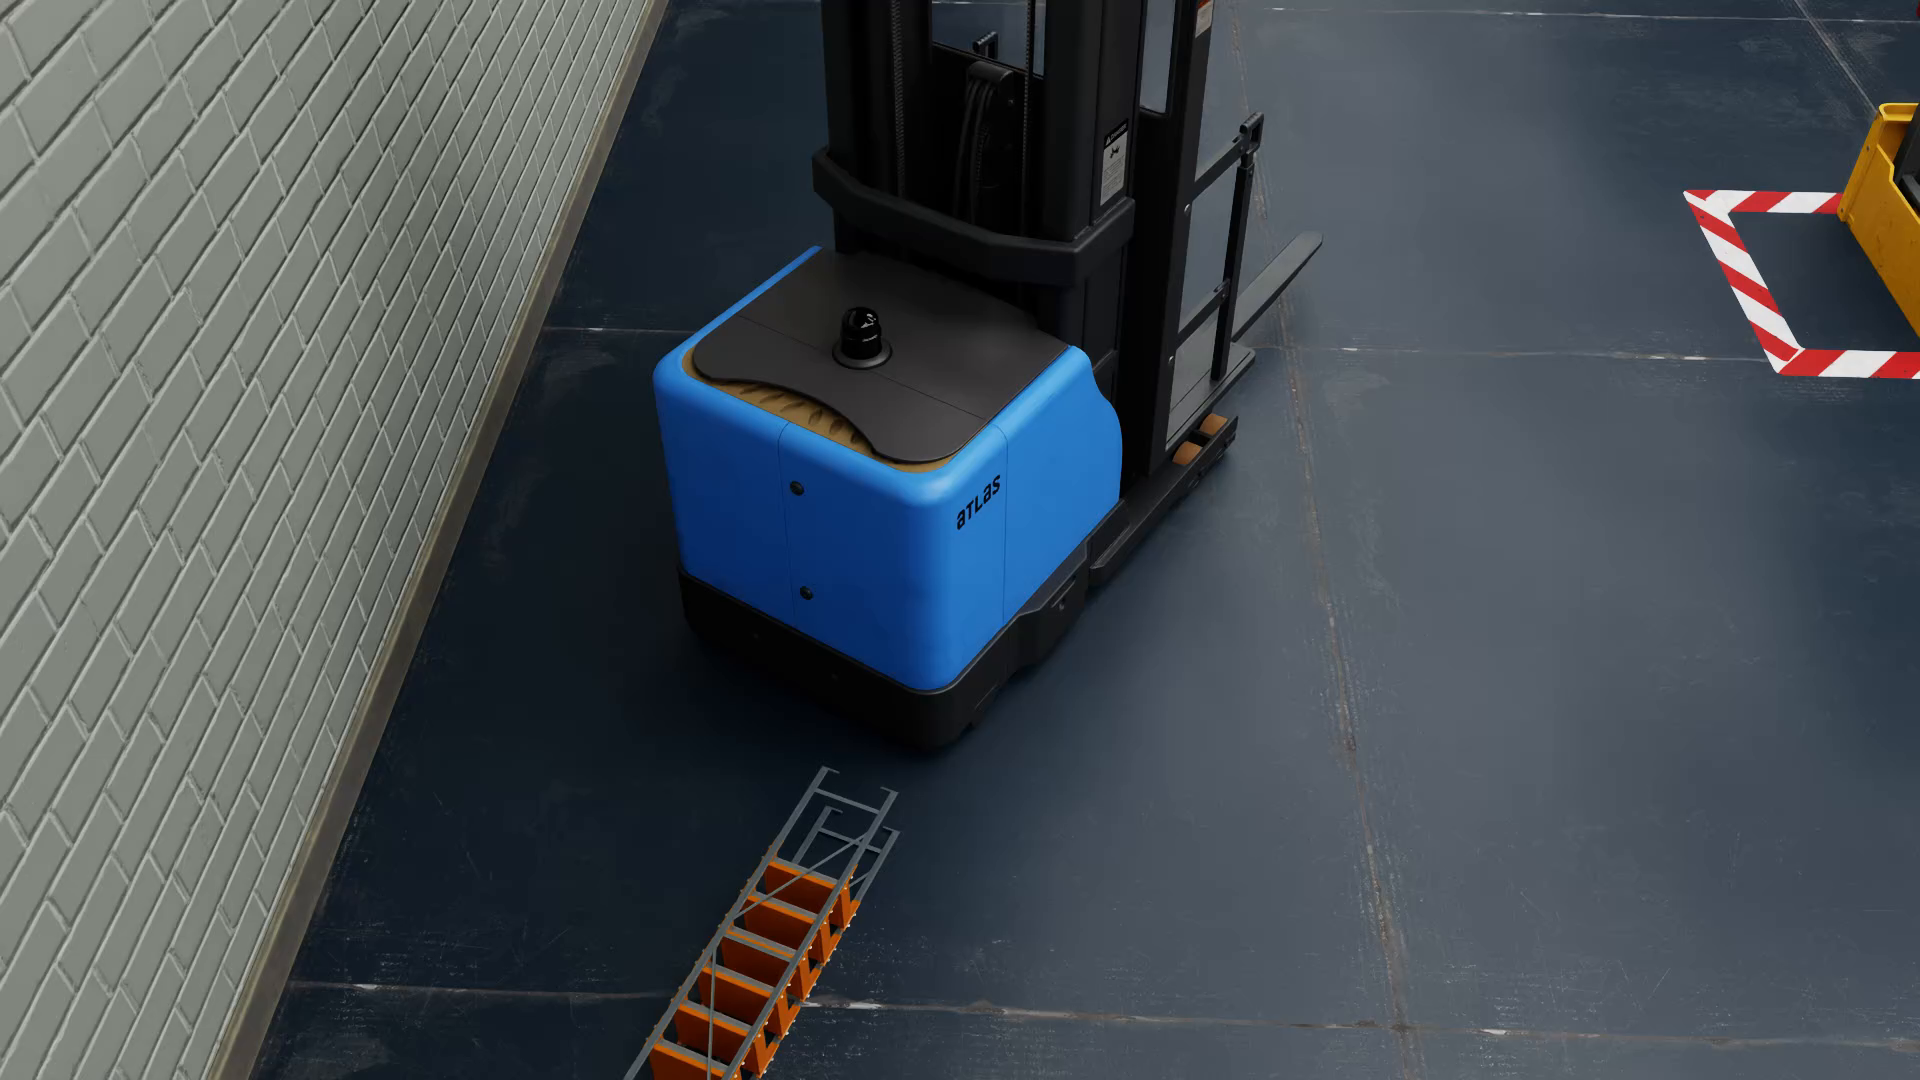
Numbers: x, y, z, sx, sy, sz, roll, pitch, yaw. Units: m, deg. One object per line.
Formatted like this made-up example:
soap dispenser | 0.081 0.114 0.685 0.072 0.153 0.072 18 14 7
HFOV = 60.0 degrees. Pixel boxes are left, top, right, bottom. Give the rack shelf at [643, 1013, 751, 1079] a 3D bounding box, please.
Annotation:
rack shelf | -0.653 1.324 4.187 0.258 0.180 0.103 17 46 17

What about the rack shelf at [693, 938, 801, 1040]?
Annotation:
rack shelf | -0.556 1.173 4.347 0.258 0.180 0.103 17 46 17

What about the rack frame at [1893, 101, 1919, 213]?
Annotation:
rack frame | 4.014 -2.174 5.883 0.127 3.000 1.000 2 43 2

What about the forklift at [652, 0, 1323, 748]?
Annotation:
forklift | 0.350 -1.424 5.128 1.130 2.935 3.031 25 48 24

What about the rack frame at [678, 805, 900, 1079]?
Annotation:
rack frame | -0.525 1.193 4.460 0.240 0.006 1.200 17 46 17

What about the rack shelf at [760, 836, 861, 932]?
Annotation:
rack shelf | -0.411 0.947 4.587 0.258 0.180 0.103 17 46 17

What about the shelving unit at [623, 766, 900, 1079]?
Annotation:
shelving unit | -0.526 1.126 4.398 0.258 0.189 1.200 17 46 17

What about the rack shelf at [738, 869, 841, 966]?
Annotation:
rack shelf | -0.460 1.023 4.507 0.258 0.180 0.103 17 46 17

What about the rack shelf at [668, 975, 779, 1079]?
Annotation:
rack shelf | -0.604 1.249 4.267 0.258 0.180 0.103 17 46 17

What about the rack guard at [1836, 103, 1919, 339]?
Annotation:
rack guard | 3.989 -1.251 6.726 0.348 0.500 1.175 2 43 2

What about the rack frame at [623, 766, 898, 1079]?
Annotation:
rack frame | -0.526 1.059 4.335 0.240 0.006 1.200 17 46 17

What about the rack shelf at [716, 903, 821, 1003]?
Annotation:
rack shelf | -0.508 1.098 4.427 0.258 0.180 0.103 17 46 17

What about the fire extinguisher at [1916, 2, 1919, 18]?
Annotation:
fire extinguisher | 3.884 -2.323 6.374 0.183 0.674 0.296 2 43 2
